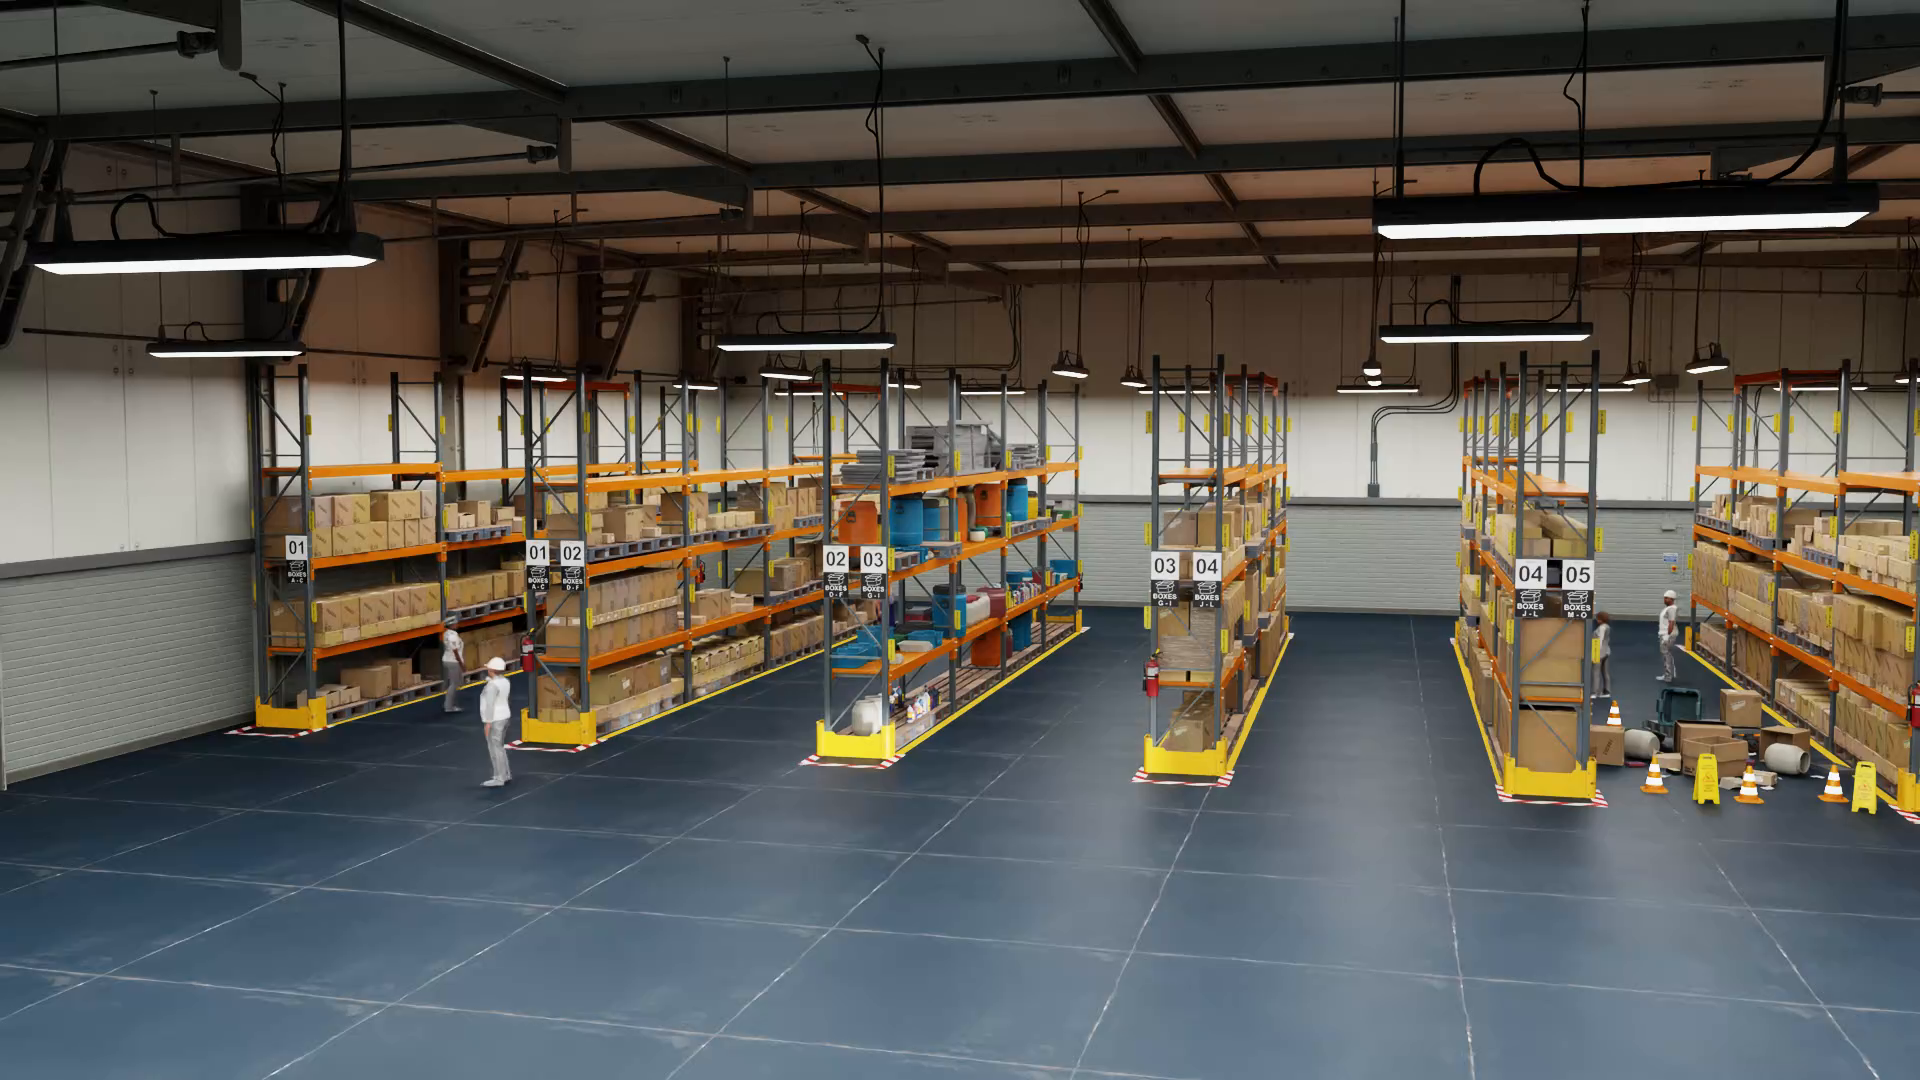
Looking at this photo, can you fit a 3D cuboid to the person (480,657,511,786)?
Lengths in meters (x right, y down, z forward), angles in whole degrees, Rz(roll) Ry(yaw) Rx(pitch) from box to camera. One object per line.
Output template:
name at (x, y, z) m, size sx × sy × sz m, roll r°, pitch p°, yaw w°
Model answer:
person at (-6.464, 2.528, 23.105) m, size 0.368 × 1.808 × 0.595 m, roll 0°, pitch 4°, yaw 6°

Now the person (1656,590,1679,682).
person at (13.833, 1.886, 32.515) m, size 0.470 × 1.810 × 0.604 m, roll 4°, pitch 5°, yaw 43°

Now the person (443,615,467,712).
person at (-8.793, 2.165, 28.978) m, size 0.463 × 1.724 × 0.480 m, roll -4°, pitch 5°, yaw -43°

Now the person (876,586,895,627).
person at (-1.677, 1.607, 37.530) m, size 0.444 × 1.669 × 0.530 m, roll 3°, pitch 5°, yaw 34°

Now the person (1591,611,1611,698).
person at (11.718, 2.114, 30.504) m, size 0.520 × 1.589 × 0.379 m, roll -3°, pitch 5°, yaw -38°
